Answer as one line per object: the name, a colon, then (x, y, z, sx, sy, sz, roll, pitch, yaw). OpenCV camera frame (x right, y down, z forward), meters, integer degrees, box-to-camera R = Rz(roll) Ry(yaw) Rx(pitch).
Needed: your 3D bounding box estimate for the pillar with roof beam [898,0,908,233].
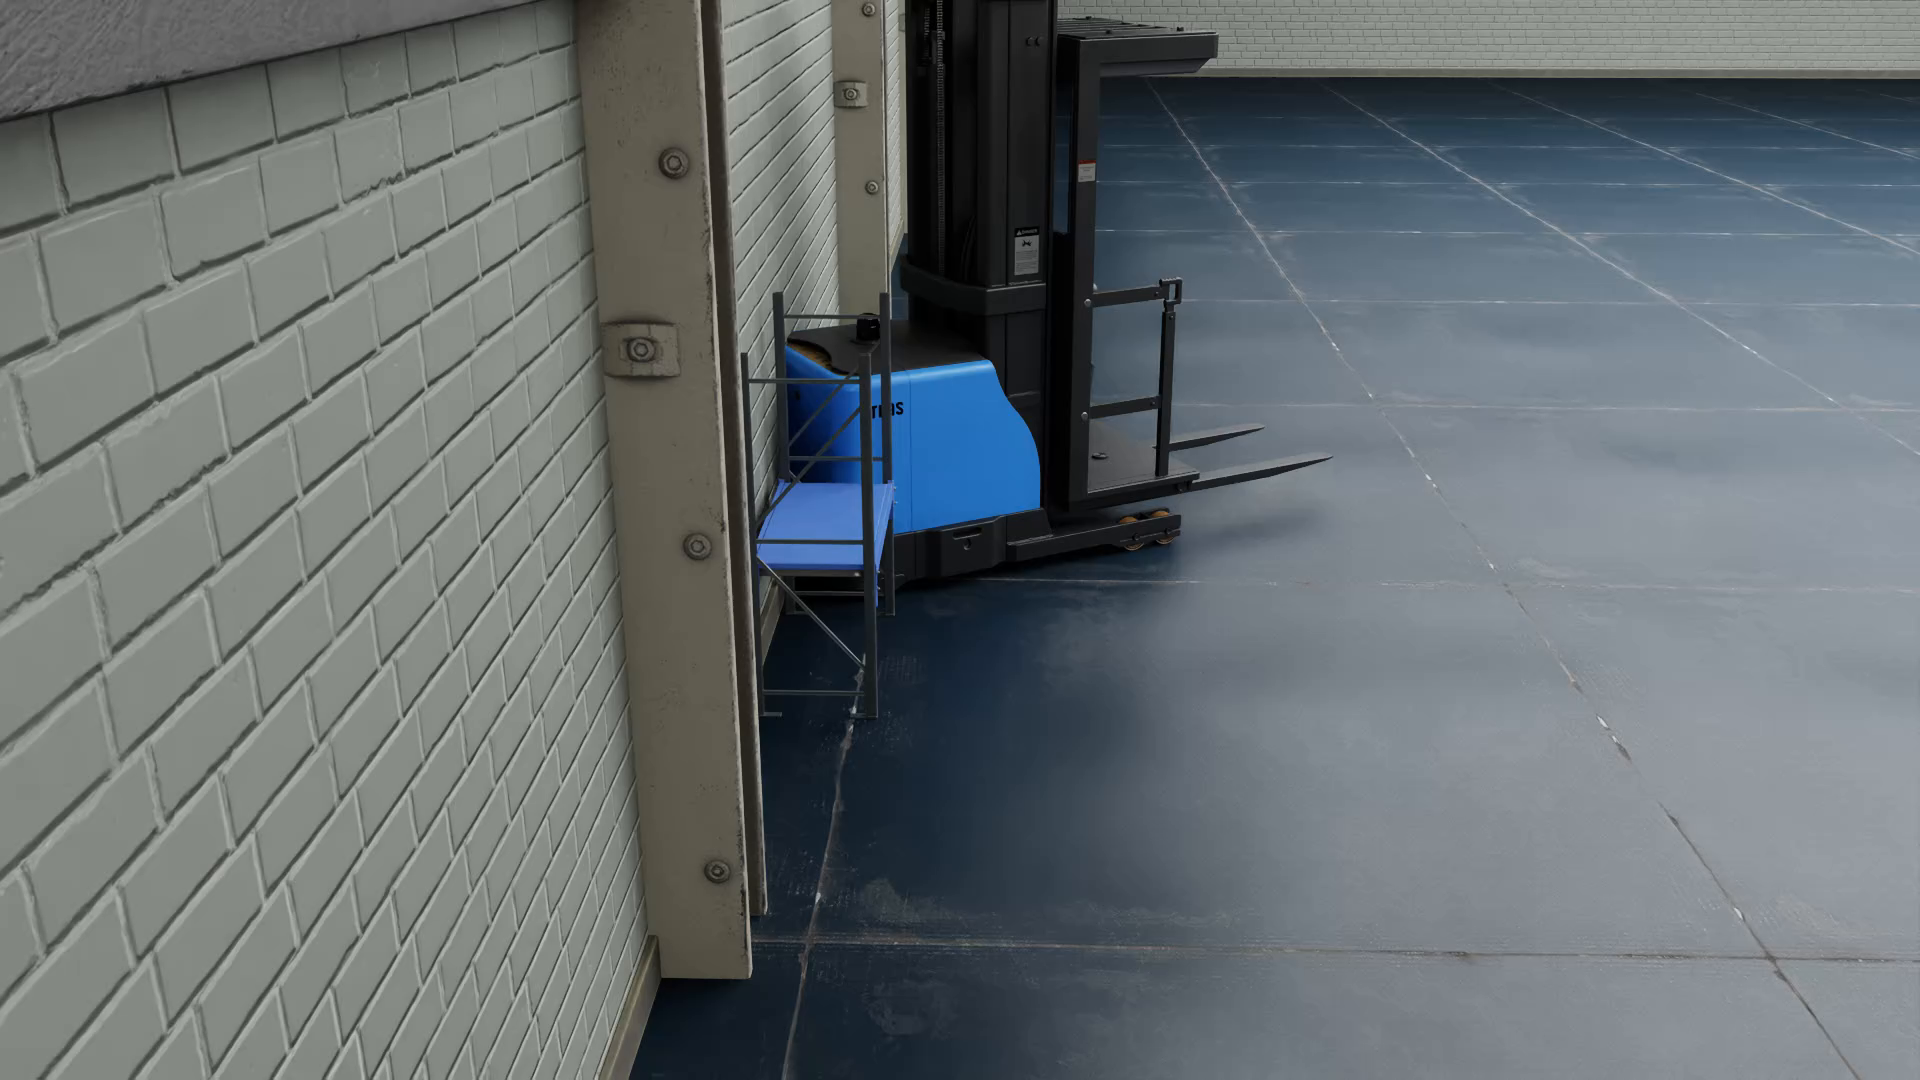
pillar with roof beam: (3.878, -7.220, 14.697, 9.100, 9.000, 0.400, 1, 21, 2)

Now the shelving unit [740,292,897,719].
shelving unit: (-0.566, -0.173, 6.901, 0.538, 1.500, 1.048, 1, 21, 2)

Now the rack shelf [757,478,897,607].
rack shelf: (-0.566, -0.005, 6.967, 0.538, 0.185, 1.000, 1, 21, 2)

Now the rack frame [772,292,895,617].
rack frame: (-0.551, -0.357, 7.375, 0.500, 1.500, 0.032, 1, 21, 2)

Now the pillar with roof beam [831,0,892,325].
pillar with roof beam: (3.696, -5.051, 9.106, 9.100, 9.000, 0.400, 1, 21, 2)

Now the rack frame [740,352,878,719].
rack frame: (-0.581, 0.011, 6.428, 0.500, 1.500, 0.032, 1, 21, 2)

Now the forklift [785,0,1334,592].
forklift: (0.551, -1.471, 8.268, 3.031, 2.935, 1.130, -11, 24, -26)

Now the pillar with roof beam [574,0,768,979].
pillar with roof beam: (3.513, -2.881, 3.515, 9.100, 9.000, 0.400, 1, 21, 2)
